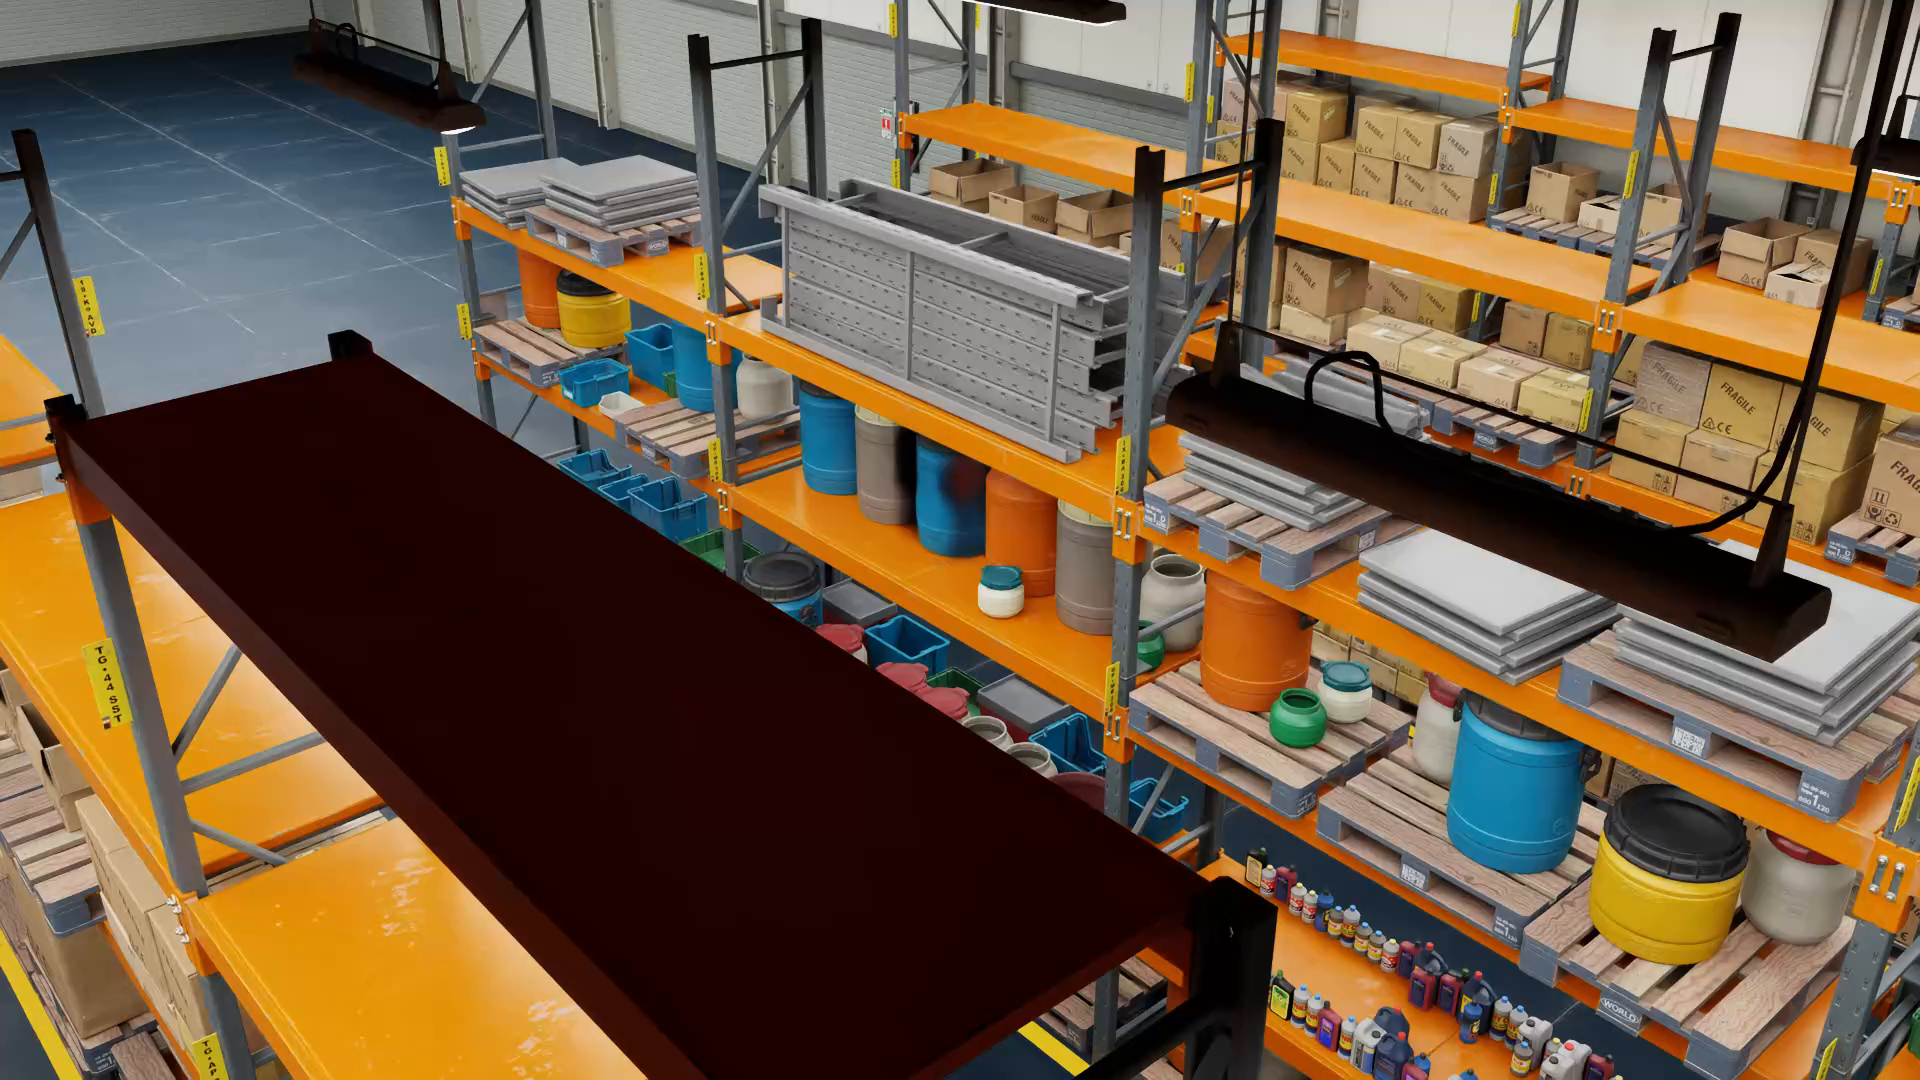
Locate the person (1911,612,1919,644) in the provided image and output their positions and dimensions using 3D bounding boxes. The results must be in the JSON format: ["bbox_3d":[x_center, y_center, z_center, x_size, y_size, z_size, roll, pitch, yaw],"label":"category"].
[{"bbox_3d":[7.881,1.075,13.745,0.388,1.542,0.865,-19,33,-33],"label":"person"}]
